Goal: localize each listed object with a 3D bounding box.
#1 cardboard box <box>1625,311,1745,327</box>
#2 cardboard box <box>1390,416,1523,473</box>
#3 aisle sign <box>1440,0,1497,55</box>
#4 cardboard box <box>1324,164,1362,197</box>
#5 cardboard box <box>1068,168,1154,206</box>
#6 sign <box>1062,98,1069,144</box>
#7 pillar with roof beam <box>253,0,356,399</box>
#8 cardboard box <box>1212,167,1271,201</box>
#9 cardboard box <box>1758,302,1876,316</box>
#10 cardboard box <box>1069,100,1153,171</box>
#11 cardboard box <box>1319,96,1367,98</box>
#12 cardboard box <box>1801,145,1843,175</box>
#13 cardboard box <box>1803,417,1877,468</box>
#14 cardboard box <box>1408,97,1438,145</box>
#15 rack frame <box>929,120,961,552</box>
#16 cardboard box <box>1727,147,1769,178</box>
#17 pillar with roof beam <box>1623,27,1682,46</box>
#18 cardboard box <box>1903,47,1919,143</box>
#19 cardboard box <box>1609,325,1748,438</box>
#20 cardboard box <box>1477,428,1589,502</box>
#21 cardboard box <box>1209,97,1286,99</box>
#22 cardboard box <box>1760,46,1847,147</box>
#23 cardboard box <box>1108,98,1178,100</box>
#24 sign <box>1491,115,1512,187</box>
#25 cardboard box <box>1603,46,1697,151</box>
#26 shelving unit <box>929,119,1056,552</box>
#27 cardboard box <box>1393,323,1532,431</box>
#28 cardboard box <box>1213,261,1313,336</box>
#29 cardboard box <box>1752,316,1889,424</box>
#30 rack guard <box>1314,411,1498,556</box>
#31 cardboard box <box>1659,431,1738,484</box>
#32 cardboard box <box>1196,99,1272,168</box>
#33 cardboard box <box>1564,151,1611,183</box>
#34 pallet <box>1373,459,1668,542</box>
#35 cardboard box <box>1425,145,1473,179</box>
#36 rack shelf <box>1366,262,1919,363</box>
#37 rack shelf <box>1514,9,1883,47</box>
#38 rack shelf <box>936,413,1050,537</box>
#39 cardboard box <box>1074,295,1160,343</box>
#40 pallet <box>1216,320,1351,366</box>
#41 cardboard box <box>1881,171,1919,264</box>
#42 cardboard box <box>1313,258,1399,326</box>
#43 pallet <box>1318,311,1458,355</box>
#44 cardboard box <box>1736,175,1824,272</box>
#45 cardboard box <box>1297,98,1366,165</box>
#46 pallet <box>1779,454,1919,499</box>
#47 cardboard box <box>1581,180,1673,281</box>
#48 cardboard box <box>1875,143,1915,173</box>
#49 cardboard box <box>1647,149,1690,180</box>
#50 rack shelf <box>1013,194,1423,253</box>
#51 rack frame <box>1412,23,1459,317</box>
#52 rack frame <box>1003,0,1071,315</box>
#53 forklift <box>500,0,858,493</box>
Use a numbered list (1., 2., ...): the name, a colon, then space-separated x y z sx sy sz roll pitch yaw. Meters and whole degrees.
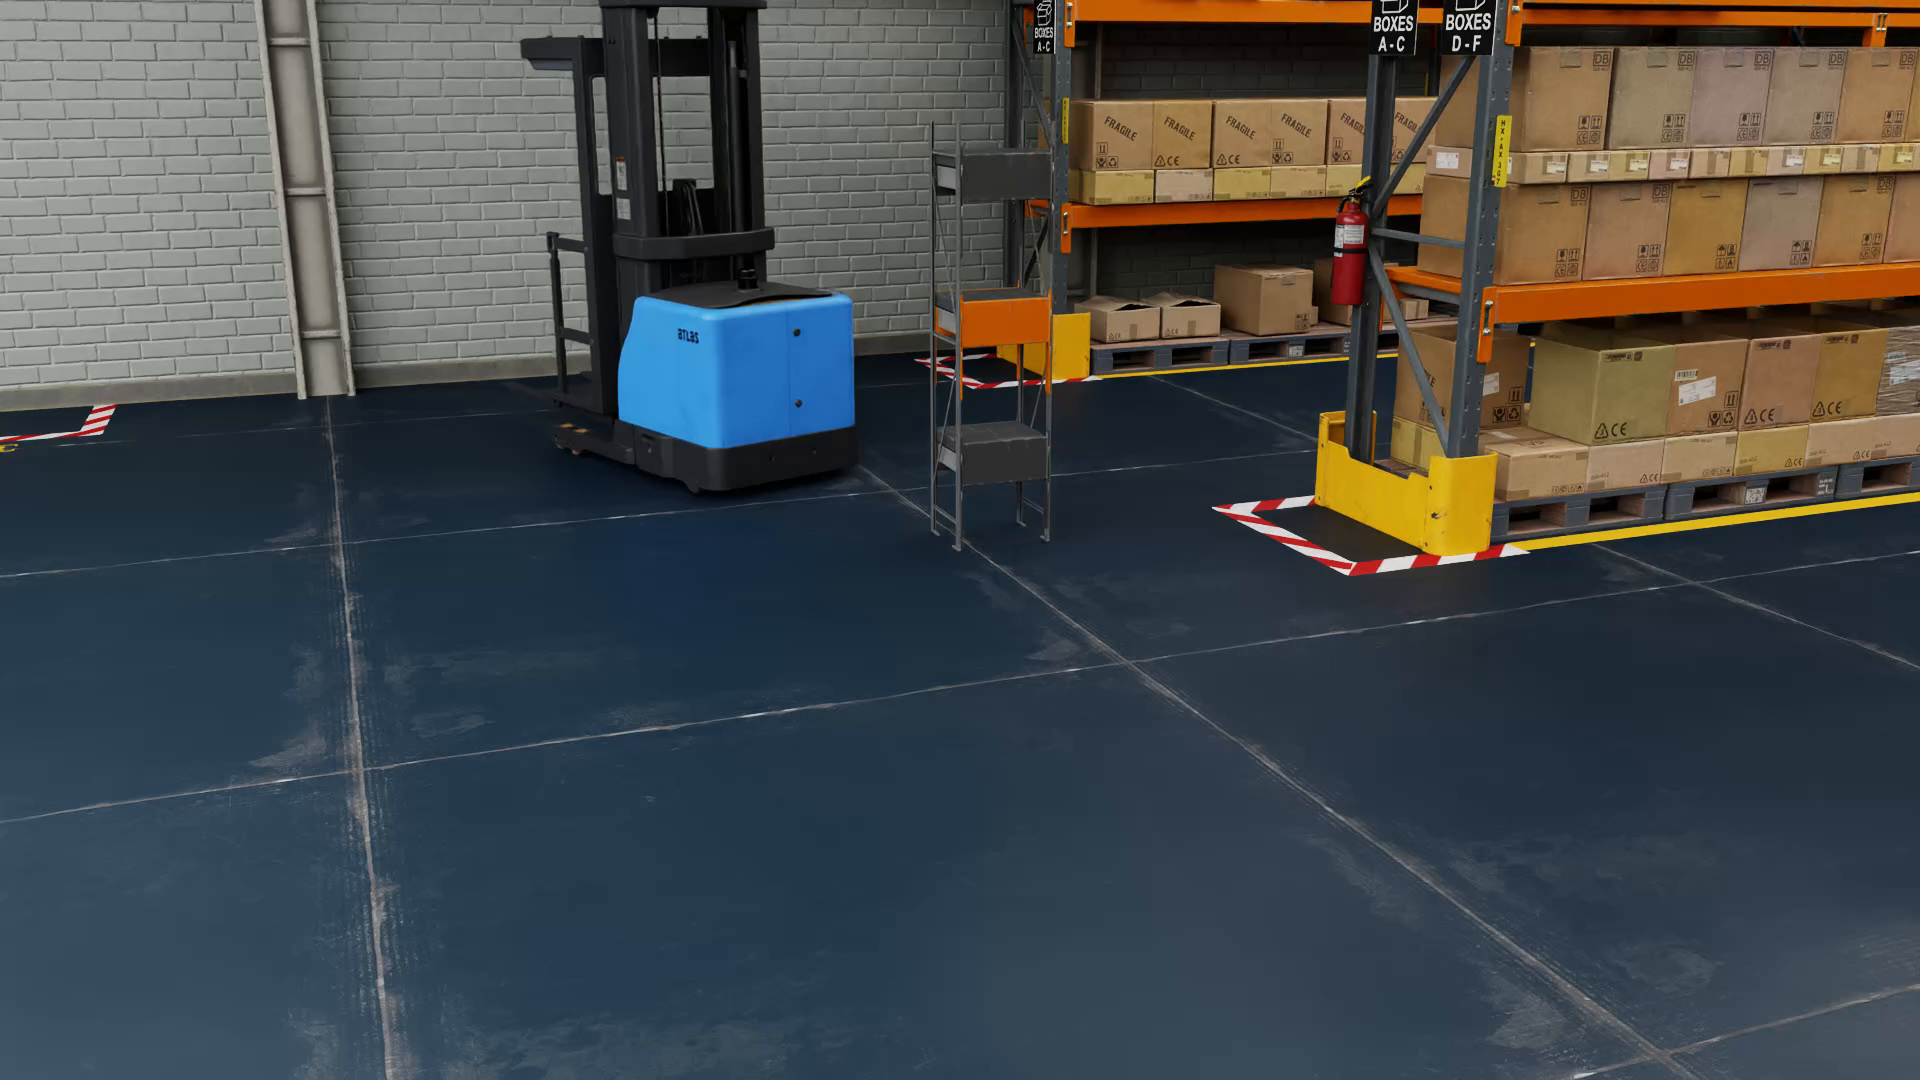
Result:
1. cardboard box: 4.149 -1.054 9.669 0.500 0.500 0.500 -6 17 -20
2. cardboard box: 2.754 -0.539 9.246 0.500 0.250 0.500 -6 17 -20
3. aisle sign: 2.407 -2.685 7.806 0.004 0.787 0.394 -6 17 -20
4. cardboard box: 3.052 -2.939 13.513 0.500 0.250 0.500 -6 17 -20
5. cardboard box: 1.152 -2.732 12.807 0.500 0.250 0.500 -7 18 -22
6. sign: 0.777 -3.101 12.298 0.005 0.325 0.100 -6 17 -20
7. pillar with roof beam: -3.135 -4.267 7.159 0.400 9.000 9.100 -6 17 -20
8. cardboard box: 2.110 -2.838 13.168 0.500 0.250 0.500 -6 18 -21
9. cardboard box: 5.085 -1.154 10.007 0.500 0.500 0.500 -6 17 -20
10. cardboard box: 1.136 -3.095 12.713 0.500 0.500 0.500 -6 17 -20
11. cardboard box: 3.320 -3.485 14.043 0.500 0.500 0.500 -6 17 -20
12. cardboard box: 4.484 -2.049 8.923 0.250 0.149 0.380 -6 17 -18
13. cardboard box: 4.807 -0.604 9.468 0.500 0.250 0.500 -6 17 -20
14. cardboard box: 3.987 -3.400 13.752 0.500 0.500 0.500 -6 17 -20
15. rack frame: -0.073 -1.000 8.275 0.015 2.100 0.400 -6 17 -20
16. cardboard box: 4.004 -1.998 8.749 0.250 0.149 0.380 -6 18 -21
17. pillar with roof beam: 8.070 -5.477 11.279 0.400 9.000 9.100 -6 17 -20
18. cardboard box: 5.211 -2.501 9.313 0.500 0.500 0.700 -6 17 -20
19. cardboard box: 3.868 -0.868 9.033 0.500 0.500 0.500 -6 17 -20
20. cardboard box: 2.939 -0.403 8.782 0.500 0.250 0.500 -6 17 -20
21. cardboard box: 2.372 -3.381 13.689 0.500 0.500 0.500 -6 17 -19
22. cardboard box: 4.276 -2.401 8.970 0.500 0.500 0.700 -6 17 -20
23. cardboard box: 1.421 -3.277 13.335 0.500 0.500 0.500 -6 17 -19
24. sign: 2.552 -1.832 7.836 0.005 0.325 0.100 -6 17 -20
25. cardboard box: 3.338 -2.299 8.624 0.500 0.500 0.700 -7 18 -22
26. shelving unit: 0.155 -1.024 8.359 0.503 2.100 0.431 -6 17 -20
27. cardboard box: 2.753 -0.900 9.142 0.500 0.500 0.500 -6 17 -20
28. cardboard box: 2.497 -2.004 13.756 0.500 0.500 0.700 -7 18 -24
29. cardboard box: 4.803 -0.968 9.373 0.500 0.500 0.500 -6 17 -20
30. rack guard: 2.337 -0.324 8.813 0.348 0.500 1.175 -6 17 -20
31. cardboard box: 3.872 -0.505 9.128 0.500 0.250 0.500 -6 17 -20
32. cardboard box: 2.086 -3.192 13.046 0.500 0.500 0.500 -7 18 -22
33. cardboard box: 3.048 -1.895 8.398 0.250 0.149 0.380 -7 18 -22
34. pallet: 3.058 -0.276 9.162 1.213 0.211 1.003 -6 17 -20
35. cardboard box: 2.648 -1.973 8.665 0.250 0.149 0.380 -6 18 -21
36. rack shelf: 4.227 -1.382 9.257 4.000 0.370 1.077 -6 17 -20
37. rack shelf: 6.186 -4.527 14.645 4.000 0.370 1.077 -6 17 -20
38. rack shelf: 0.155 -0.339 8.560 0.480 0.518 0.431 -6 17 -20
39. cardboard box: 1.261 -1.795 13.380 0.500 0.311 0.500 -8 18 -26
40. pallet: 2.563 -1.693 13.987 1.213 0.211 1.003 -6 17 -20
41. cardboard box: 5.192 -1.875 9.483 0.500 0.500 0.700 -6 18 -21
42. cardboard box: 3.363 -2.128 14.177 0.500 0.500 0.500 -8 18 -24
43. pallet: 3.704 -1.817 14.410 1.213 0.211 1.003 -6 17 -20
44. cardboard box: 4.244 -1.774 9.138 0.500 0.500 0.700 -6 17 -18
45. cardboard box: 3.049 -3.300 13.413 0.500 0.500 0.500 -7 18 -22
46. pallet: 5.337 -0.522 10.000 1.213 0.211 1.003 -6 17 -20
47. cardboard box: 3.288 -1.671 8.788 0.500 0.500 0.700 -6 17 -19
48. cardboard box: 4.966 -2.102 9.104 0.250 0.149 0.380 -6 17 -20
49. cardboard box: 3.518 -1.944 8.567 0.250 0.149 0.380 -6 18 -21
50. rack shelf: 2.451 -2.685 13.694 4.000 0.370 1.077 -6 17 -20
51. rack frame: 4.318 -3.232 14.279 0.127 3.000 1.000 -6 17 -20
52. rack frame: 0.583 -2.828 12.906 0.127 3.000 1.000 -6 17 -20
53. forklift: -1.945 -2.018 10.267 1.130 2.935 3.031 -14 21 -39
